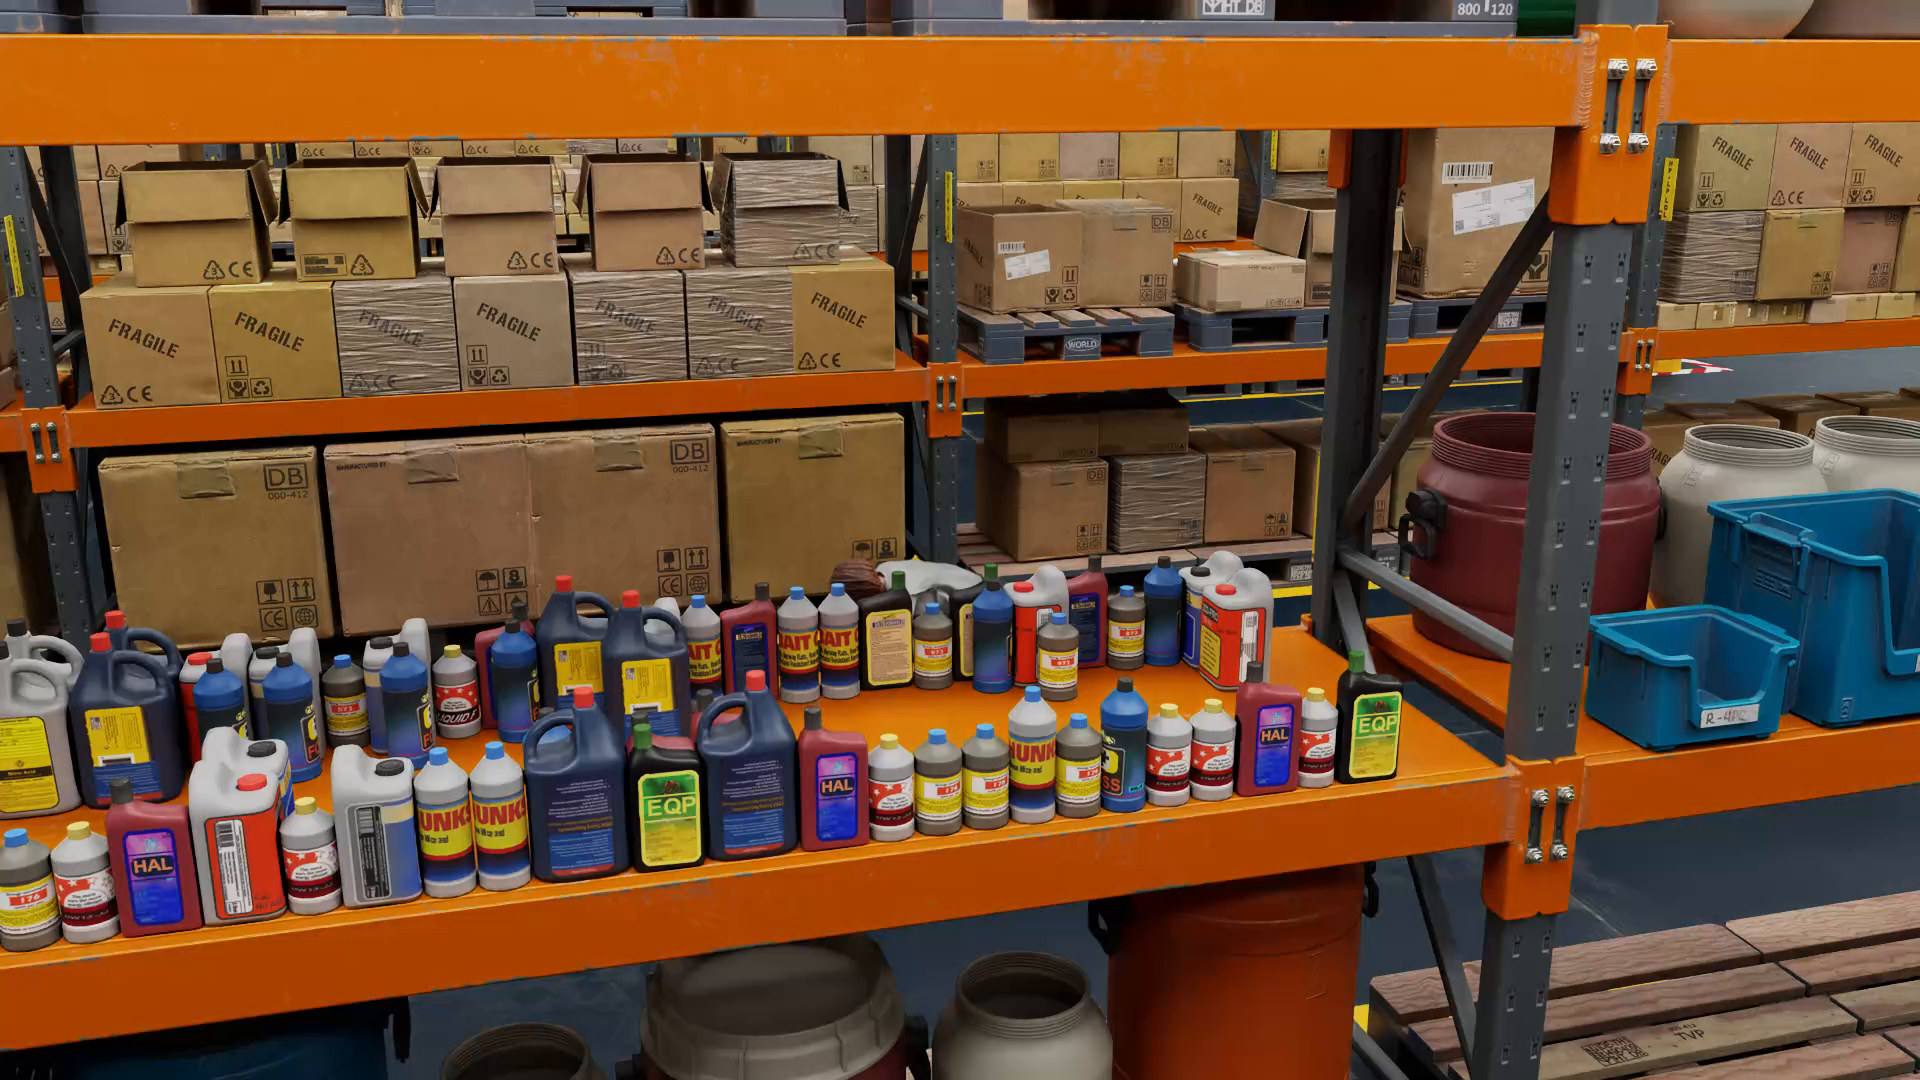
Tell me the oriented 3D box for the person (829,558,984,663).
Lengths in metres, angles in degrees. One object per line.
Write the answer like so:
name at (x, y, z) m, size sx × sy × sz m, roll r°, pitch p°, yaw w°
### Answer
person at (-0.174, 0.435, 7.324) m, size 0.832 × 0.738 × 0.432 m, roll -5°, pitch 17°, yaw -16°
